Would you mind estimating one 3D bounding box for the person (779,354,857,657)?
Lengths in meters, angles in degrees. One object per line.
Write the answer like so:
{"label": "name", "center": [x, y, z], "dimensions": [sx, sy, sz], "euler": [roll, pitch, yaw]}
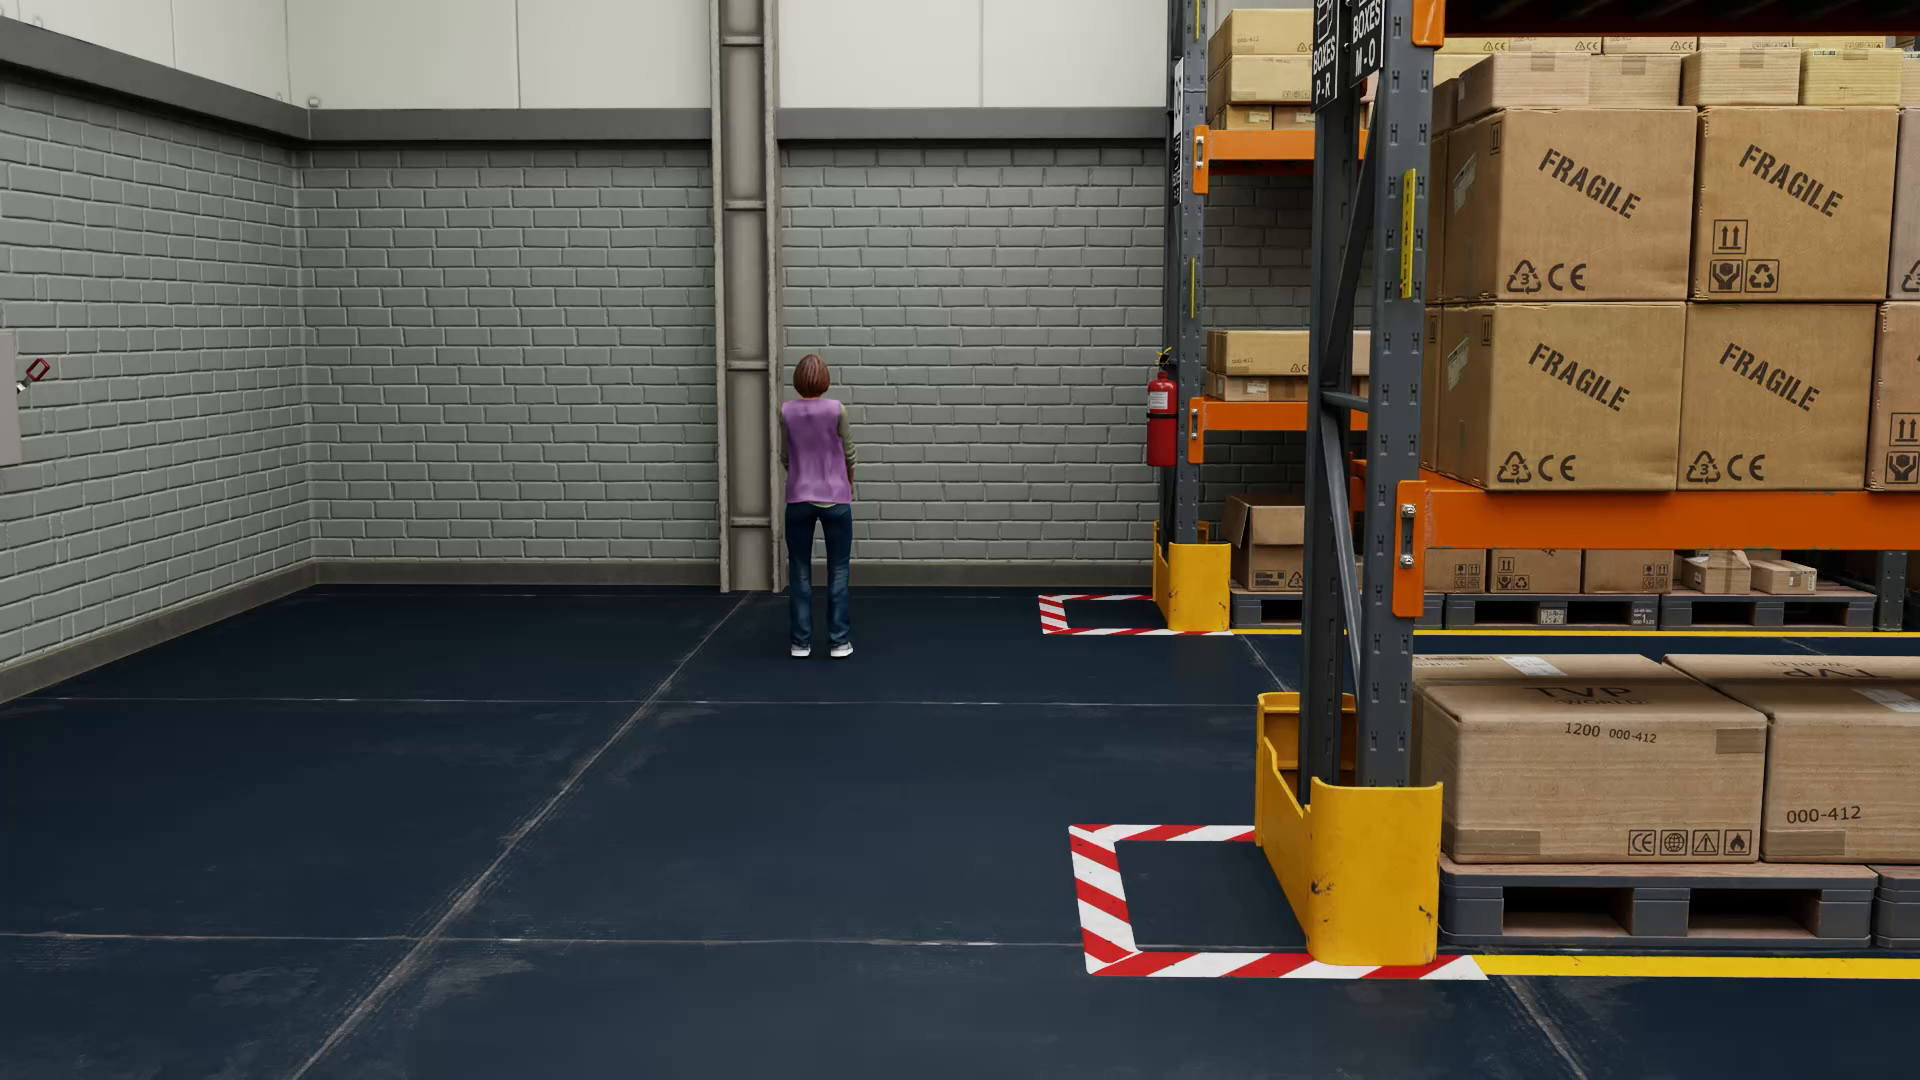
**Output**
{"label": "person", "center": [-0.742, -0.179, 8.769], "dimensions": [0.405, 1.575, 0.498], "euler": [0, 7, 2]}
